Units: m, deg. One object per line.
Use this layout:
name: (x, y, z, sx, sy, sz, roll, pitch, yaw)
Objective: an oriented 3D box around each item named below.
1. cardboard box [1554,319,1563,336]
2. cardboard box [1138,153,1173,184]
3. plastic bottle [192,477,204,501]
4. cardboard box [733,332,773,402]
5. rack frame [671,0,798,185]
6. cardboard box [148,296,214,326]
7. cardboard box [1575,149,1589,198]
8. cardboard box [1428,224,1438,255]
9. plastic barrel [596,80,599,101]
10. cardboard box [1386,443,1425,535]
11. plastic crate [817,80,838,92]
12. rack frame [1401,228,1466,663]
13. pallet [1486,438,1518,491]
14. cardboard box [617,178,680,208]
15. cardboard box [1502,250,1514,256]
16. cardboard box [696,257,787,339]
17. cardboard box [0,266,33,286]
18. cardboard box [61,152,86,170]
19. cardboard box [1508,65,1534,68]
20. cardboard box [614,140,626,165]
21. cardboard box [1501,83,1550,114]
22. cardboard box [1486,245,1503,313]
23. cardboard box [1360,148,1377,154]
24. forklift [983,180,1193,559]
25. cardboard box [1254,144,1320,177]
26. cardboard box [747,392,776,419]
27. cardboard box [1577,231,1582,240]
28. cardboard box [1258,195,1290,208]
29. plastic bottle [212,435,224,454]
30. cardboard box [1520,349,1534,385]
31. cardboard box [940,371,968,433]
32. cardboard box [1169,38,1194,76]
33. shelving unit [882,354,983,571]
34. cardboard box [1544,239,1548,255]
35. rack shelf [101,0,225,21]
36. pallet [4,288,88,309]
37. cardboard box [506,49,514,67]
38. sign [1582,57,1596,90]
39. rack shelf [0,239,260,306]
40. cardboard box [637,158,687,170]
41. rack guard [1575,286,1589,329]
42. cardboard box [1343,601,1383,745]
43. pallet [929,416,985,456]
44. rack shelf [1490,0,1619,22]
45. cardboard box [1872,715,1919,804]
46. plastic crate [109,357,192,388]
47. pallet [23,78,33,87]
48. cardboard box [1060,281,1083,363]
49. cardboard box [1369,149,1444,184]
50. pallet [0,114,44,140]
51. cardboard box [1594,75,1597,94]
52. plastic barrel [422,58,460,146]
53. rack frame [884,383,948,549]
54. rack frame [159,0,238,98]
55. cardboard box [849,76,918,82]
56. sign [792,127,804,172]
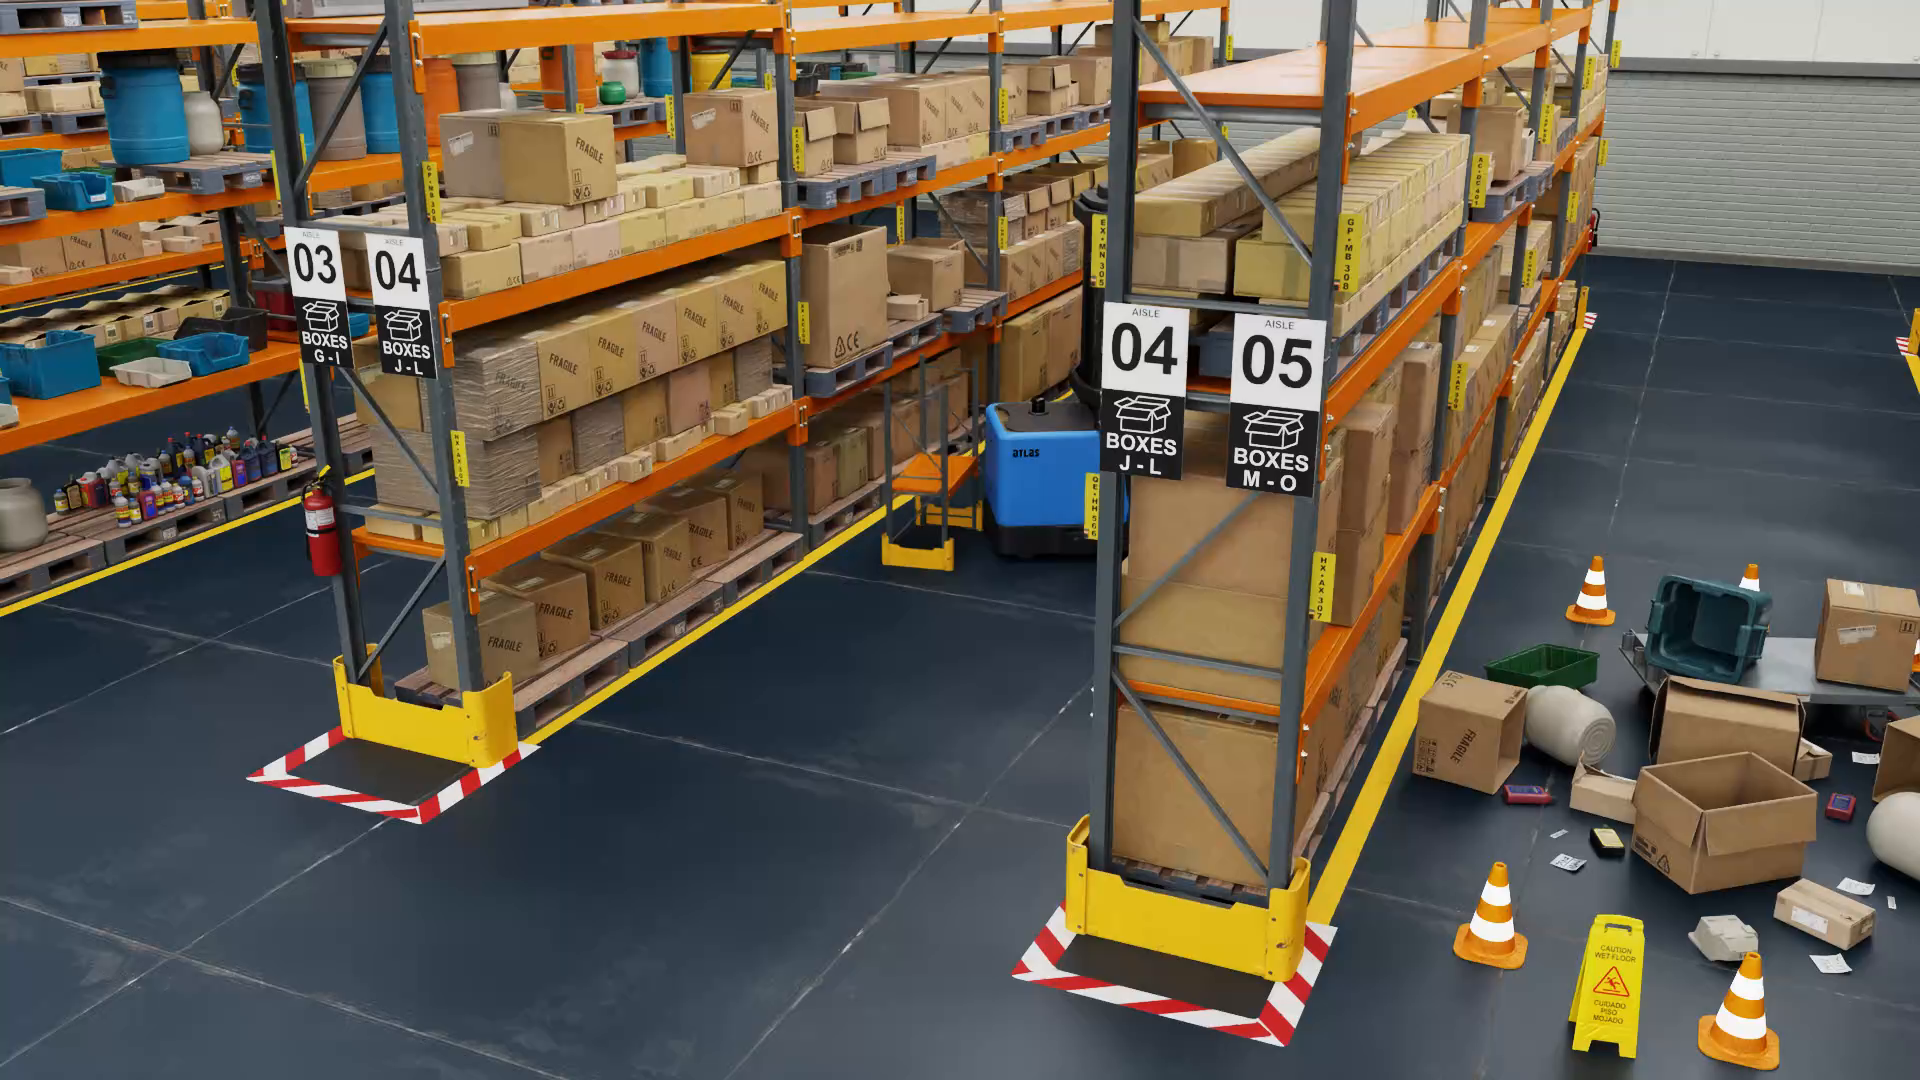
cardboard box: (6.978, -2.551, 19.850, 0.380, 0.149, 0.250, 8, 21, 22)
cardboard box: (2.404, -4.644, 21.211, 0.500, 0.500, 0.500, 8, 21, 21)
plastic bottle: (-6.543, -0.441, 14.251, 0.097, 0.201, 0.097, 0, 20, 0)
cardboard box: (-1.960, -1.413, 12.873, 0.875, 0.500, 0.500, 9, 21, 23)
rack frame: (-1.719, -4.182, 12.297, 1.000, 3.000, 0.127, 9, 21, 23)
cardboard box: (-9.314, -2.751, 19.868, 0.500, 0.311, 0.500, 8, 21, 22)
cardboard box: (7.092, -4.319, 19.552, 0.500, 0.500, 0.500, 8, 21, 21)
cardboard box: (2.492, -1.718, 9.445, 0.380, 0.149, 0.250, 9, 21, 24)
plastic barrel: (-4.294, -5.151, 19.080, 0.301, 0.262, 0.301, 0, 20, 0)
cardboard box: (2.420, -0.429, 10.474, 0.875, 0.550, 0.550, 9, 21, 23)
plastic crate: (-1.943, -6.326, 23.198, 0.437, 0.136, 0.530, 9, 21, 23)
rack frame: (2.765, -0.644, 11.302, 1.000, 3.000, 0.127, 9, 21, 23)
pallet: (4.724, -0.791, 15.879, 1.003, 0.211, 1.213, 9, 21, 23)
cardboard box: (-2.123, -2.343, 11.232, 0.380, 0.149, 0.250, 10, 22, 25)
cardboard box: (5.199, -2.662, 15.837, 0.380, 0.149, 0.250, 10, 22, 25)
cardboard box: (-1.652, -1.838, 12.575, 0.500, 0.500, 0.500, 9, 21, 23)
cardboard box: (-10.206, -2.840, 17.853, 0.380, 0.149, 0.250, 9, 21, 23)
cardboard box: (-12.778, -5.237, 23.596, 0.500, 0.500, 0.500, 8, 21, 22)
cardboard box: (6.295, -5.215, 18.562, 0.380, 0.149, 0.250, 9, 22, 25)
cardboard box: (-5.776, -6.257, 26.936, 0.500, 0.500, 0.500, 9, 22, 24)
cardboard box: (5.031, -3.931, 14.777, 0.396, 0.266, 0.258, 9, 21, 23)
cardboard box: (4.210, -2.249, 14.174, 0.700, 0.500, 0.500, 8, 21, 22)
cardboard box: (3.070, -2.639, 11.884, 0.500, 0.250, 0.500, 8, 21, 22)
forklift: (1.751, -1.415, 13.574, 3.031, 2.935, 1.130, -2, 20, -5)
cardboard box: (1.890, -2.183, 9.562, 0.380, 0.149, 0.250, 9, 21, 23)
cardboard box: (-1.650, -1.056, 12.835, 0.380, 0.149, 0.250, 9, 21, 23)
cardboard box: (7.495, -3.824, 20.621, 0.380, 0.149, 0.250, 9, 22, 24)
cardboard box: (1.484, -1.643, 8.639, 0.500, 0.250, 0.500, 8, 21, 22)
plastic bottle: (-6.778, -0.808, 15.161, 0.061, 0.283, 0.133, 9, 21, 23)
cardboard box: (5.328, -1.722, 16.319, 0.500, 0.250, 0.500, 9, 21, 23)
cardboard box: (-0.337, -1.400, 16.502, 0.700, 0.500, 0.500, 7, 21, 20)
cardboard box: (2.691, -6.407, 22.106, 0.700, 0.500, 0.500, 8, 21, 21)
shelving unit: (-0.216, -0.656, 13.576, 0.587, 1.500, 1.083, 5, 20, 13)
cardboard box: (5.951, -3.079, 17.455, 0.380, 0.149, 0.250, 9, 21, 23)
rack shelf: (-9.936, -5.626, 18.029, 1.077, 0.370, 4.000, 9, 21, 23)
pallet: (-13.246, -3.534, 23.590, 1.003, 0.211, 1.213, 9, 21, 23)
cardboard box: (-6.850, -7.007, 24.196, 0.500, 0.250, 0.500, 9, 21, 23)
sign: (6.548, -4.857, 17.312, 0.100, 0.325, 0.005, 9, 21, 23)
rack shelf: (-9.936, -2.988, 18.967, 1.077, 0.370, 4.000, 9, 21, 23)
cardboard box: (-2.180, -2.738, 12.343, 0.380, 0.149, 0.250, 7, 21, 20)
rack guard: (7.648, -3.111, 21.970, 1.175, 0.500, 0.348, 9, 21, 23)
cardboard box: (2.078, 0.618, 10.298, 0.875, 0.875, 0.875, 9, 21, 23)
pallet: (-0.402, -1.025, 16.537, 1.003, 0.211, 1.213, 9, 21, 23)
rack shelf: (6.860, -6.187, 19.014, 1.077, 0.370, 4.000, 9, 21, 23)
cardboard box: (5.642, 1.322, 9.501, 0.500, 0.500, 0.500, -9, 22, -24)
plastic crate: (-6.671, -1.379, 13.764, 0.530, 0.136, 0.437, 9, 21, 23)
pallet: (-13.423, -6.145, 22.577, 1.213, 0.211, 1.003, 10, 22, 25)
cardboard box: (0.948, -2.526, 19.138, 1.225, 0.875, 0.875, 8, 21, 21)
cardboard box: (2.492, -2.094, 9.312, 0.380, 0.149, 0.250, 9, 21, 23)
pallet: (-10.406, -4.310, 17.420, 0.805, 0.209, 1.217, 8, 21, 21)
cardboard box: (7.084, -5.249, 19.253, 0.500, 0.250, 0.500, 8, 21, 20)
plastic barrel: (-5.402, -4.452, 16.893, 0.600, 0.830, 0.708, 9, 21, 23)
rack frame: (-0.344, -0.488, 13.104, 0.500, 1.500, 0.032, 5, 20, 13)
rack frame: (-9.117, -6.765, 19.561, 1.000, 3.000, 0.127, 9, 21, 23)
cardboard box: (-0.719, -4.011, 15.398, 0.500, 0.500, 0.500, 9, 21, 23)
sign: (-1.221, -2.940, 12.511, 0.100, 0.325, 0.005, 9, 21, 23)
